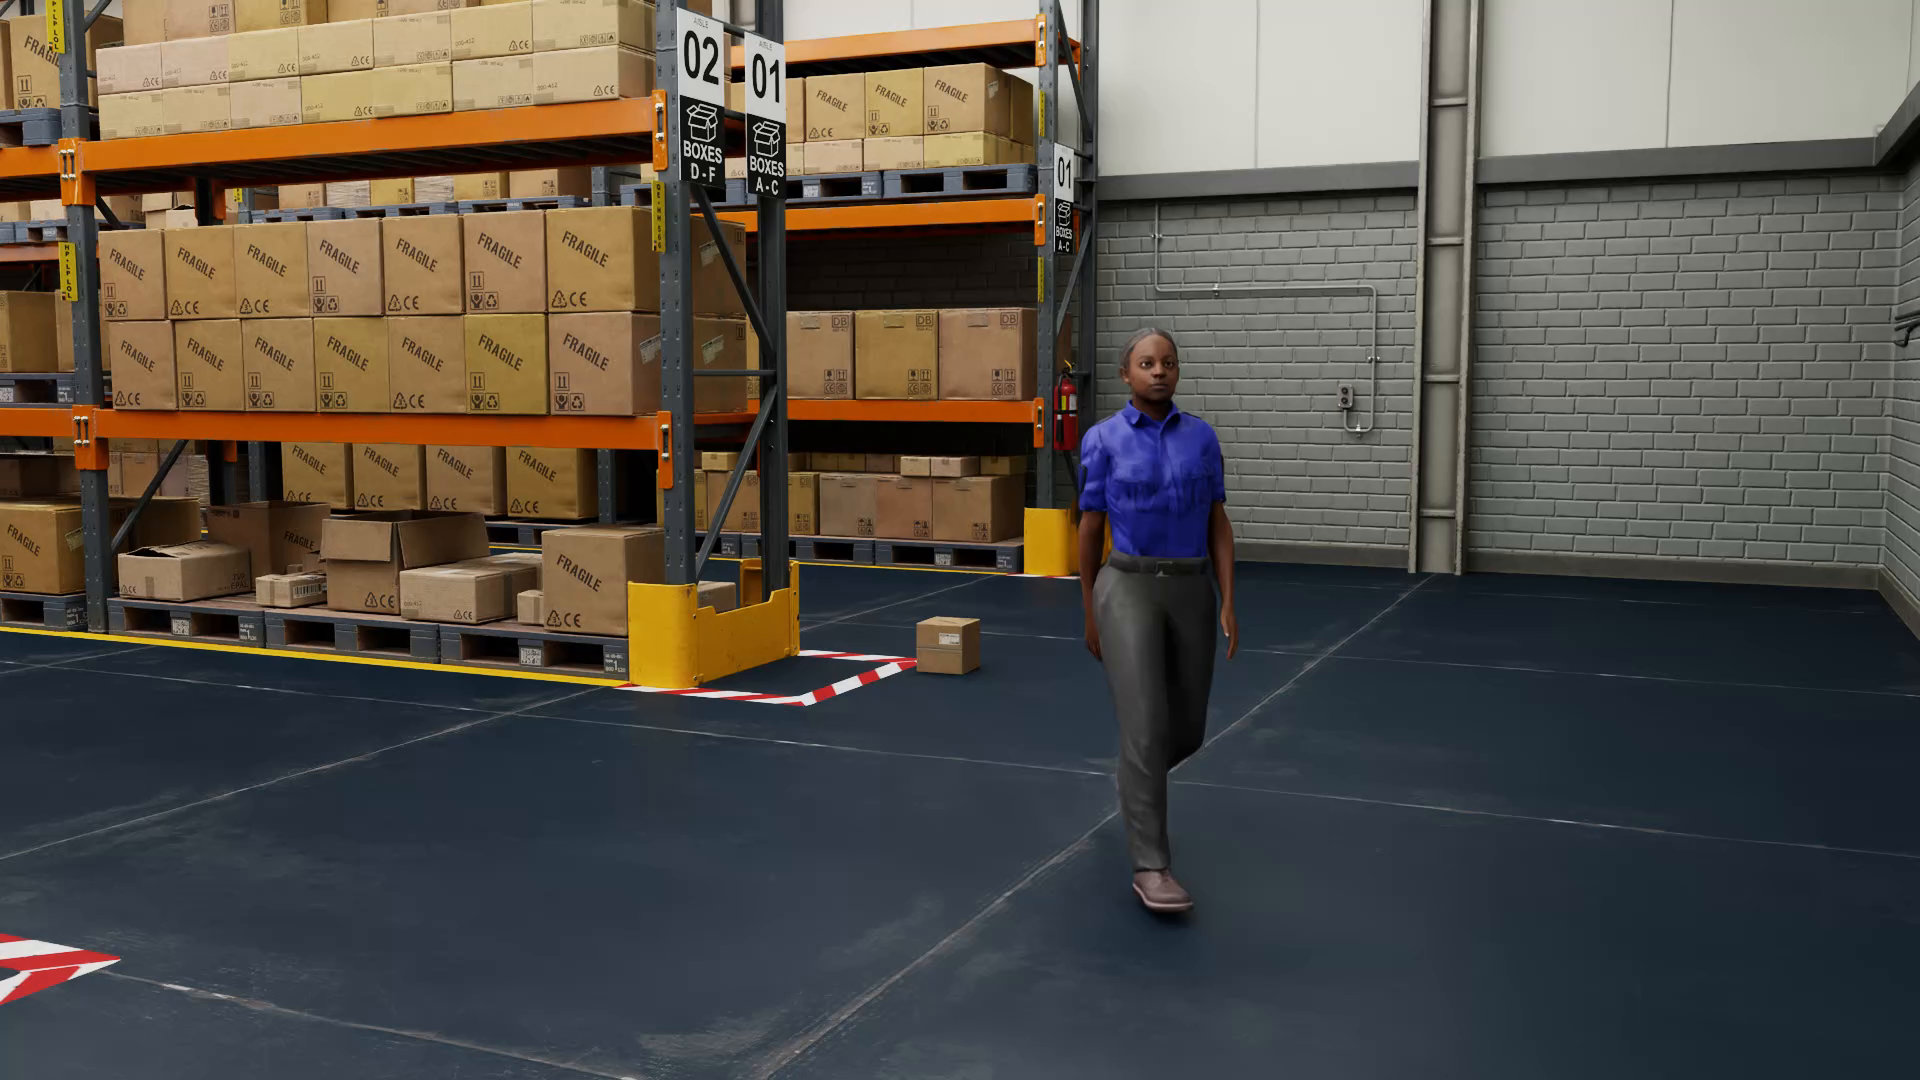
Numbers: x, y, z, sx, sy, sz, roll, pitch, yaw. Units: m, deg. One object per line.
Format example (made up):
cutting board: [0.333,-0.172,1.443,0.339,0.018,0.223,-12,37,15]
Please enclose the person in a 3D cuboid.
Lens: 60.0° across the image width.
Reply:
person: [0.574,0.183,4.903,0.443,1.616,0.886,-1,6,-15]
